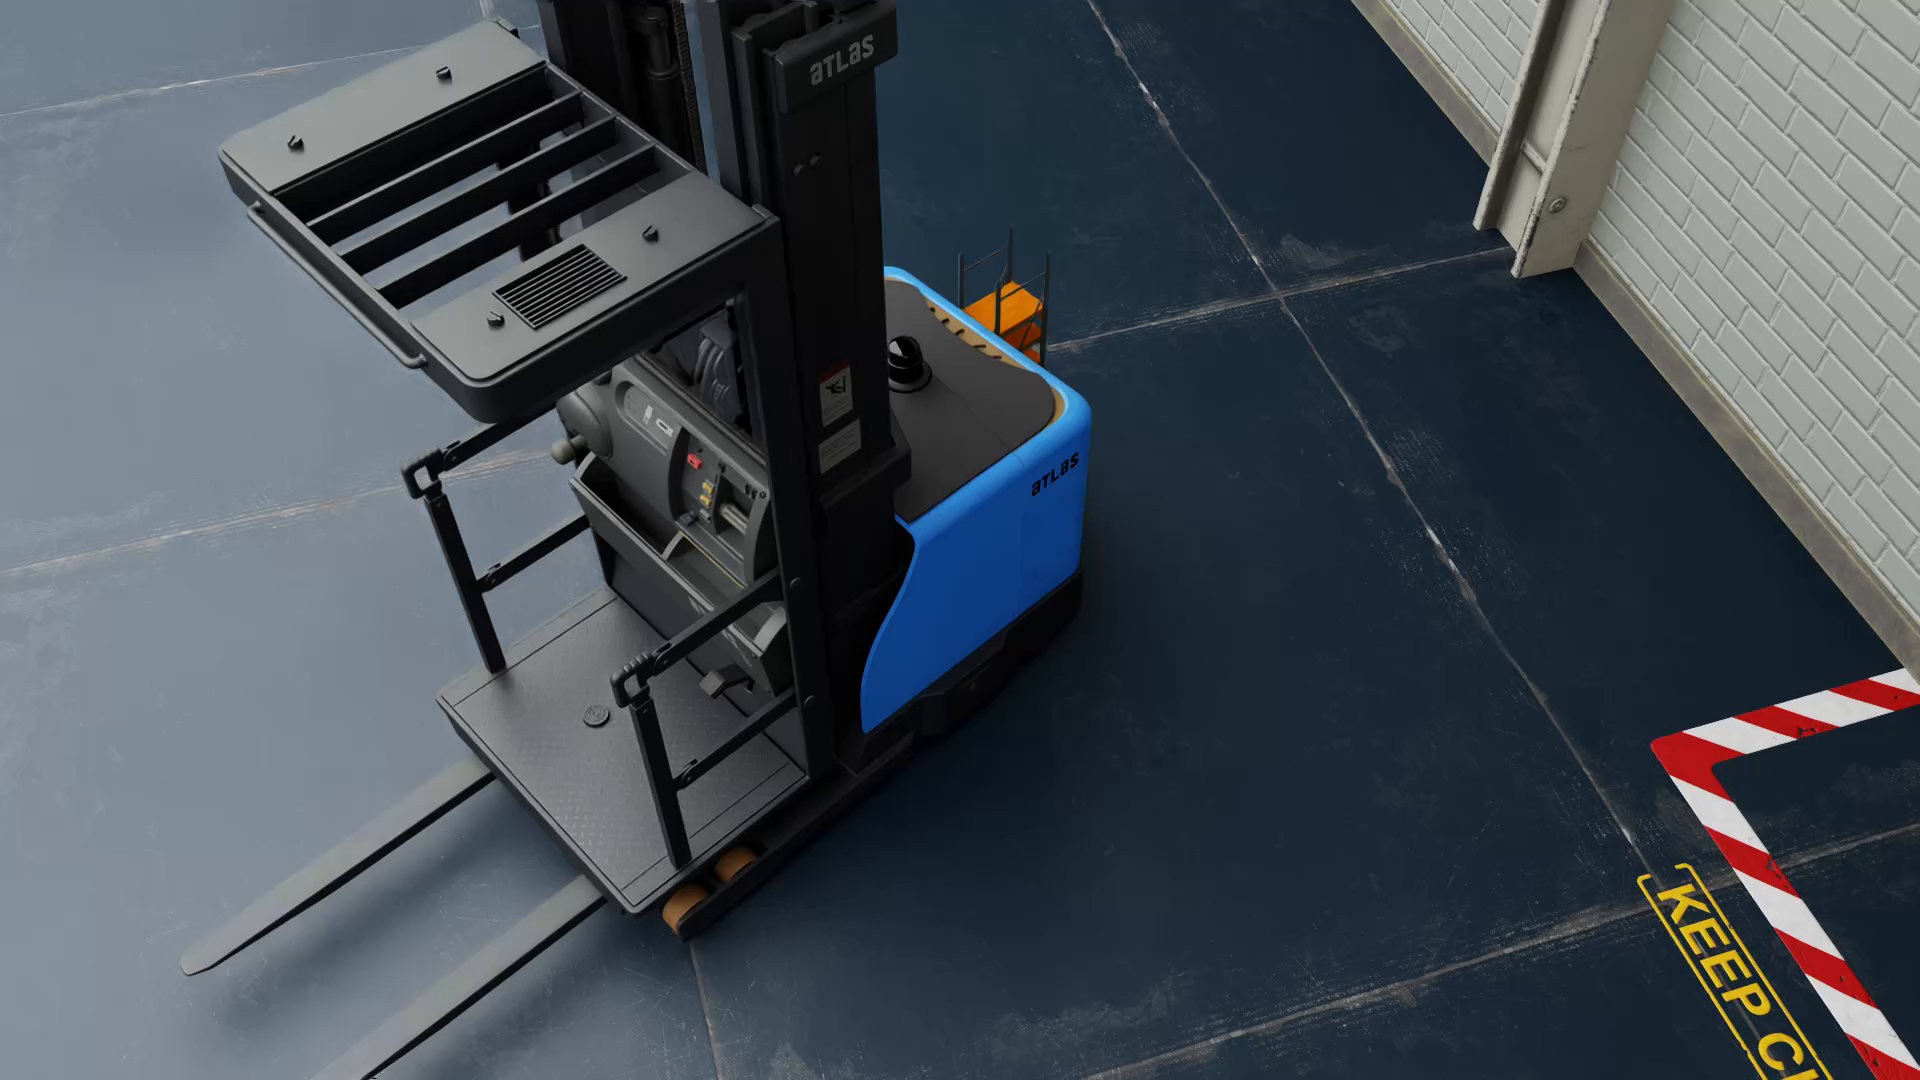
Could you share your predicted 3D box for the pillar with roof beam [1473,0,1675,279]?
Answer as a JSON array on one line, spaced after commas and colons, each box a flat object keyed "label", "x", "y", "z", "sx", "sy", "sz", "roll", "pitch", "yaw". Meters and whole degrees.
[{"label": "pillar with roof beam", "x": -1.613, "y": -3.238, "z": 3.094, "sx": 9.100, "sy": 9.000, "sz": 0.400, "roll": -13, "pitch": 51, "yaw": -11}]

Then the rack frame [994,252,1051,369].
[{"label": "rack frame", "x": 0.207, "y": -0.501, "z": 5.885, "sx": 0.240, "sy": 1.200, "sz": 0.006, "roll": -33, "pitch": 57, "yaw": -25}]

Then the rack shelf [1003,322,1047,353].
[{"label": "rack shelf", "x": 0.147, "y": -0.680, "z": 5.781, "sx": 0.258, "sy": 0.103, "sz": 0.180, "roll": -33, "pitch": 57, "yaw": -25}]

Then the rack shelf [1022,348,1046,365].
[{"label": "rack shelf", "x": 0.147, "y": -0.602, "z": 5.872, "sx": 0.258, "sy": 0.103, "sz": 0.180, "roll": -33, "pitch": 57, "yaw": -25}]

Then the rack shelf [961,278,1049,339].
[{"label": "rack shelf", "x": 0.147, "y": -0.758, "z": 5.690, "sx": 0.258, "sy": 0.103, "sz": 0.180, "roll": -33, "pitch": 57, "yaw": -25}]

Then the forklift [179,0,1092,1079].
[{"label": "forklift", "x": -0.982, "y": -0.167, "z": 4.473, "sx": 3.031, "sy": 2.935, "sz": 1.130, "roll": -36, "pitch": 59, "yaw": -26}]

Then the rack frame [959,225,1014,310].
[{"label": "rack frame", "x": 0.087, "y": -0.606, "z": 5.975, "sx": 0.240, "sy": 1.200, "sz": 0.006, "roll": -33, "pitch": 57, "yaw": -25}]

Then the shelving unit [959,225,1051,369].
[{"label": "shelving unit", "x": 0.147, "y": -0.553, "z": 5.930, "sx": 0.258, "sy": 1.200, "sz": 0.189, "roll": -33, "pitch": 57, "yaw": -25}]
